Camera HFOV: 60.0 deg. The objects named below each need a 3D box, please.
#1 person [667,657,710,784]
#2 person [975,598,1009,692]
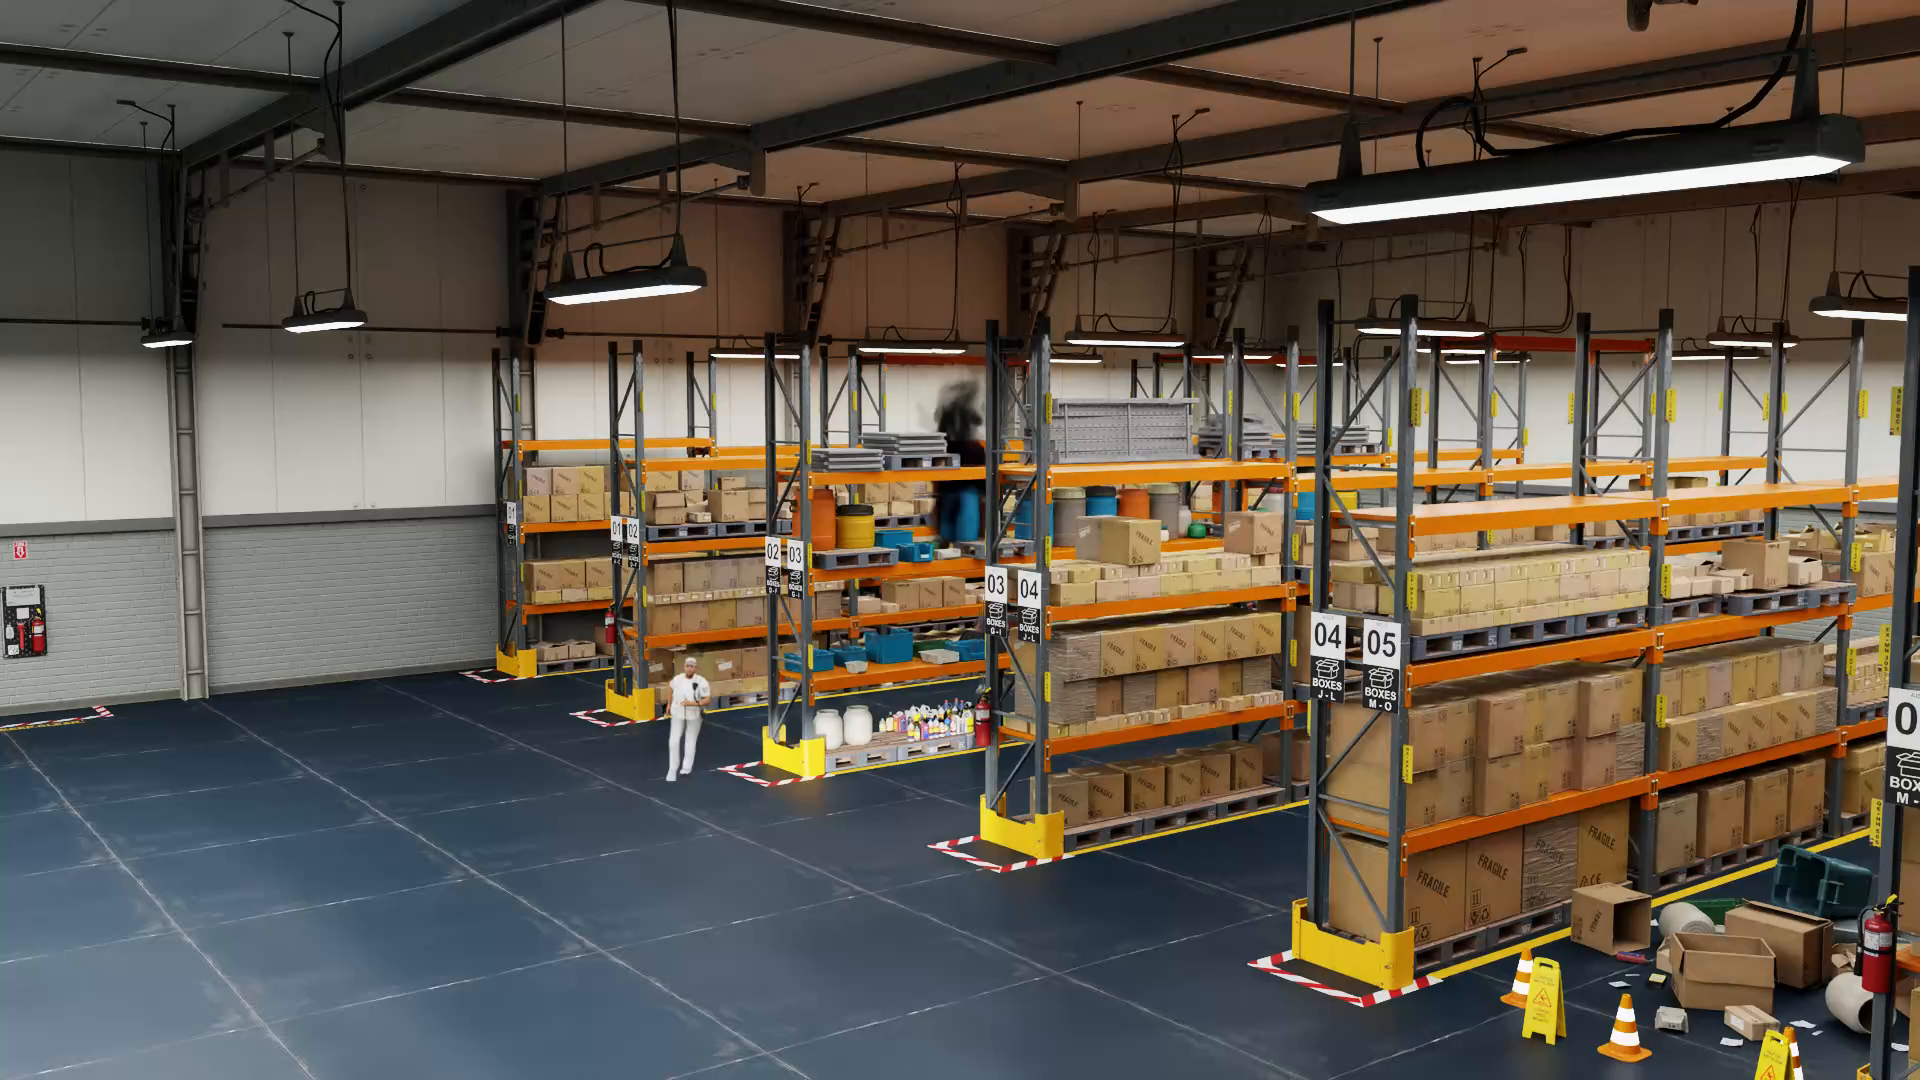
[{"bbox_3d":[-3.637,2.393,22.271,0.600,1.666,0.683,0,5,-4],"label":"person"},{"bbox_3d":[0.491,1.688,27.525,0.539,1.622,0.800,4,7,41],"label":"person"}]
